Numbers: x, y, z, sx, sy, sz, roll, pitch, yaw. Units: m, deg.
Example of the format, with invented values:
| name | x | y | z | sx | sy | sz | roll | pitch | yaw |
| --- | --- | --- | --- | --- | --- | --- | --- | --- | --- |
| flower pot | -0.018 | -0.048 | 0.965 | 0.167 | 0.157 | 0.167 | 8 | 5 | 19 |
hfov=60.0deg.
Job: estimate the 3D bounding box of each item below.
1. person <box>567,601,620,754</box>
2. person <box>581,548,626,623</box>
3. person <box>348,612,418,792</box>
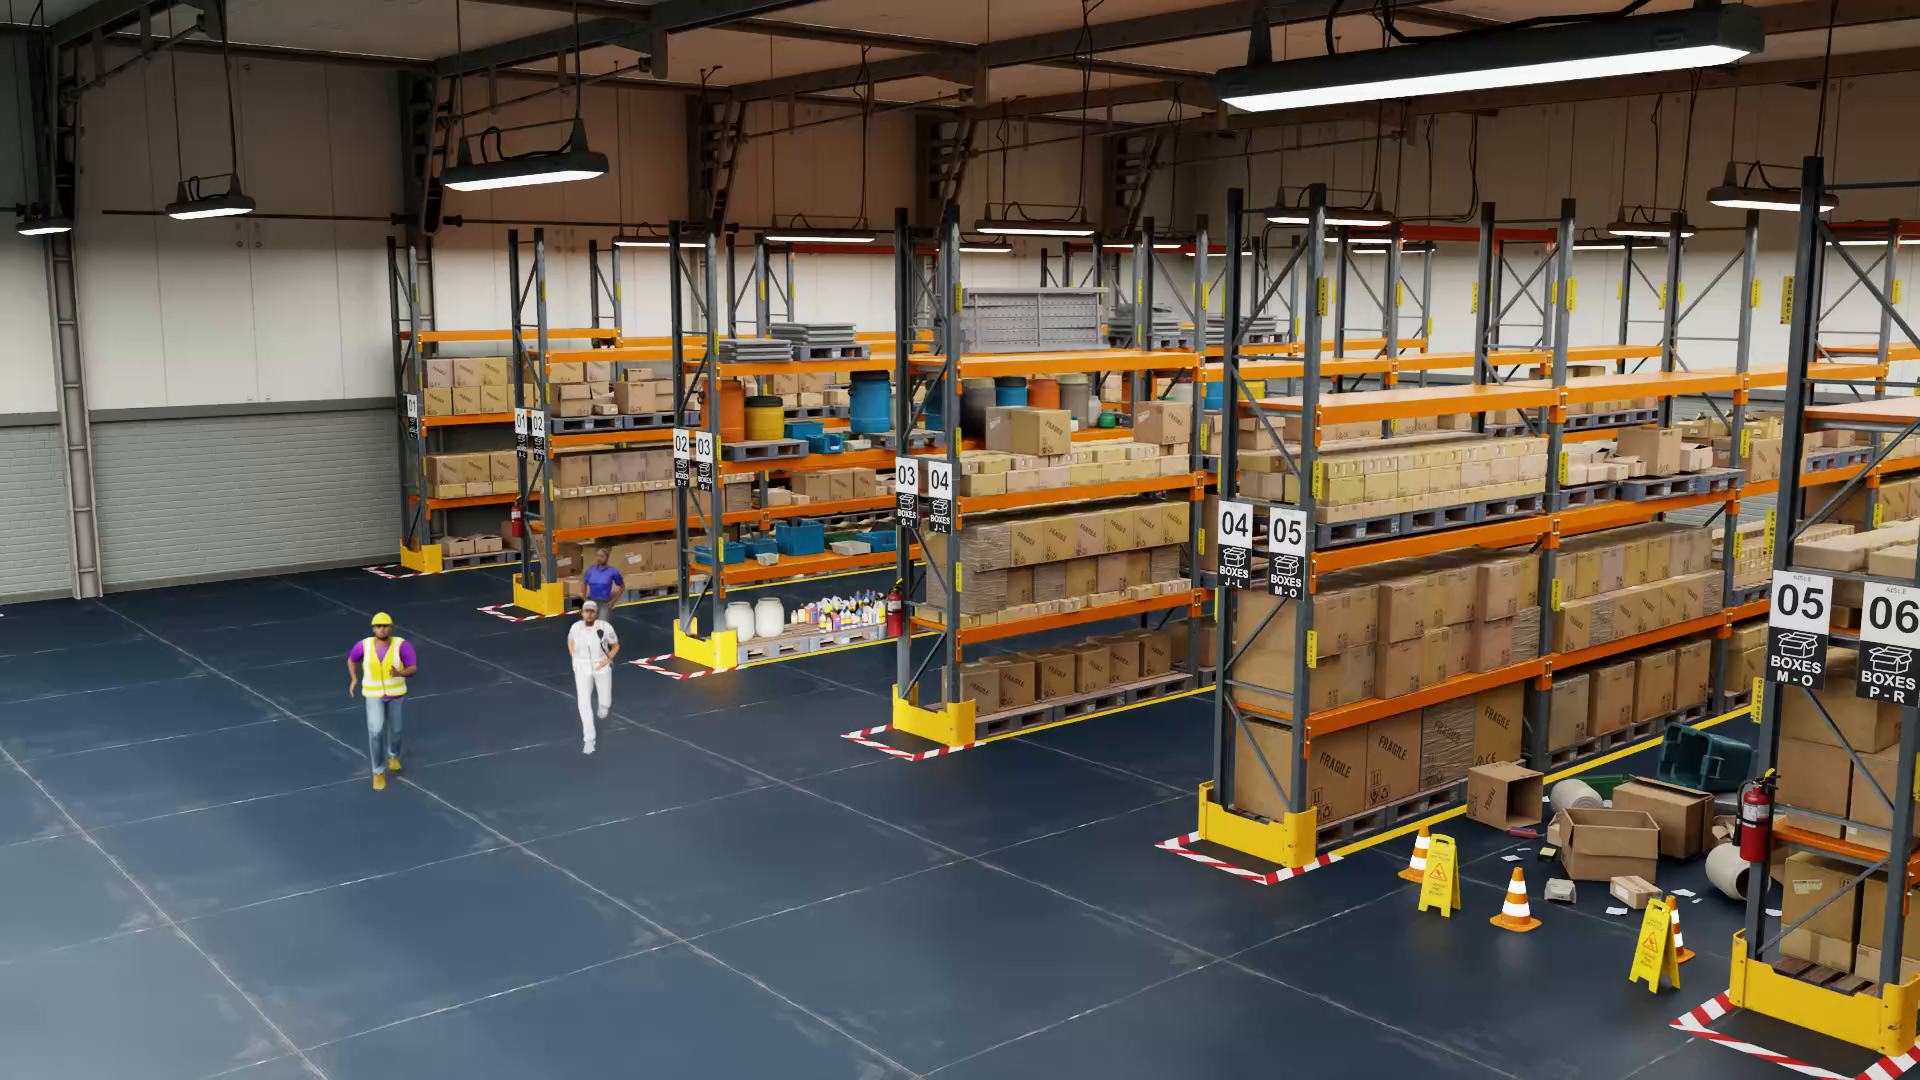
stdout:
| name | x | y | z | sx | sy | sz | roll | pitch | yaw |
| --- | --- | --- | --- | --- | --- | --- | --- | --- | --- |
| person | -4.142 | 1.498 | 18.836 | 0.579 | 1.669 | 1.059 | -2 | 9 | -12 |
| person | -4.851 | 0.909 | 22.652 | 0.599 | 1.626 | 0.712 | 1 | 9 | 7 |
| person | -5.982 | 1.651 | 17.299 | 0.672 | 1.829 | 0.777 | -3 | 9 | -21 |
